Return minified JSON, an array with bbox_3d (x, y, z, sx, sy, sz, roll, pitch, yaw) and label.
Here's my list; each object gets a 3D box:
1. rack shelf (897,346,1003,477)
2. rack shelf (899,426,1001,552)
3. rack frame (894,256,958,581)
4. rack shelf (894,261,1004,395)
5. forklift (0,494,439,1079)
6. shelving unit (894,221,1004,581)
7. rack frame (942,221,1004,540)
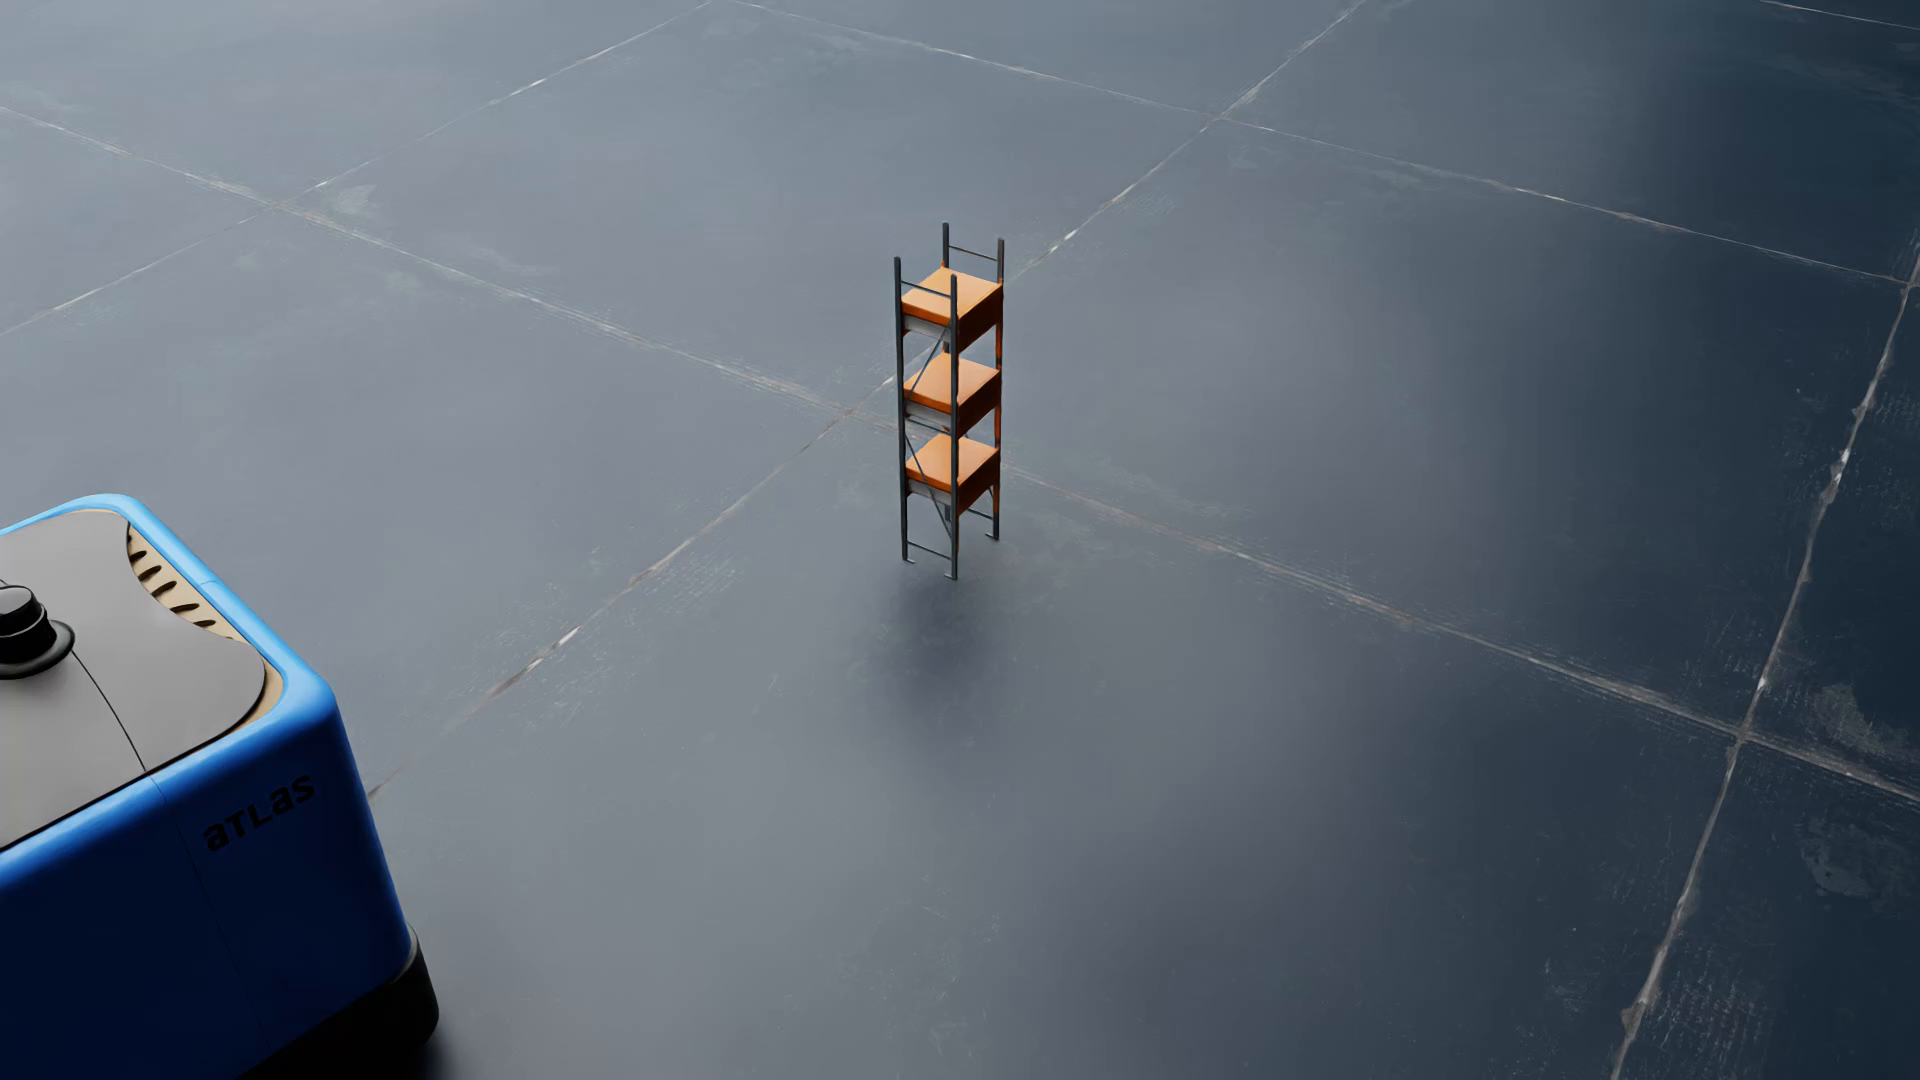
[{"bbox_3d":[-0.029,-0.380,4.900,0.215,0.259,0.240,21,42,25],"label":"rack shelf"},{"bbox_3d":[-0.029,-0.160,5.070,0.215,0.259,0.240,21,42,25],"label":"rack shelf"},{"bbox_3d":[-0.094,-0.325,4.812,0.200,1.050,0.008,21,42,25],"label":"rack frame"},{"bbox_3d":[-0.029,-0.605,4.727,0.215,0.259,0.240,21,42,25],"label":"rack shelf"},{"bbox_3d":[-2.569,0.406,2.323,3.031,2.935,1.130,-31,47,-34],"label":"forklift"},{"bbox_3d":[-0.029,-0.388,4.894,0.215,1.050,0.252,21,42,25],"label":"shelving unit"},{"bbox_3d":[0.037,-0.451,4.975,0.200,1.050,0.008,21,42,25],"label":"rack frame"}]
